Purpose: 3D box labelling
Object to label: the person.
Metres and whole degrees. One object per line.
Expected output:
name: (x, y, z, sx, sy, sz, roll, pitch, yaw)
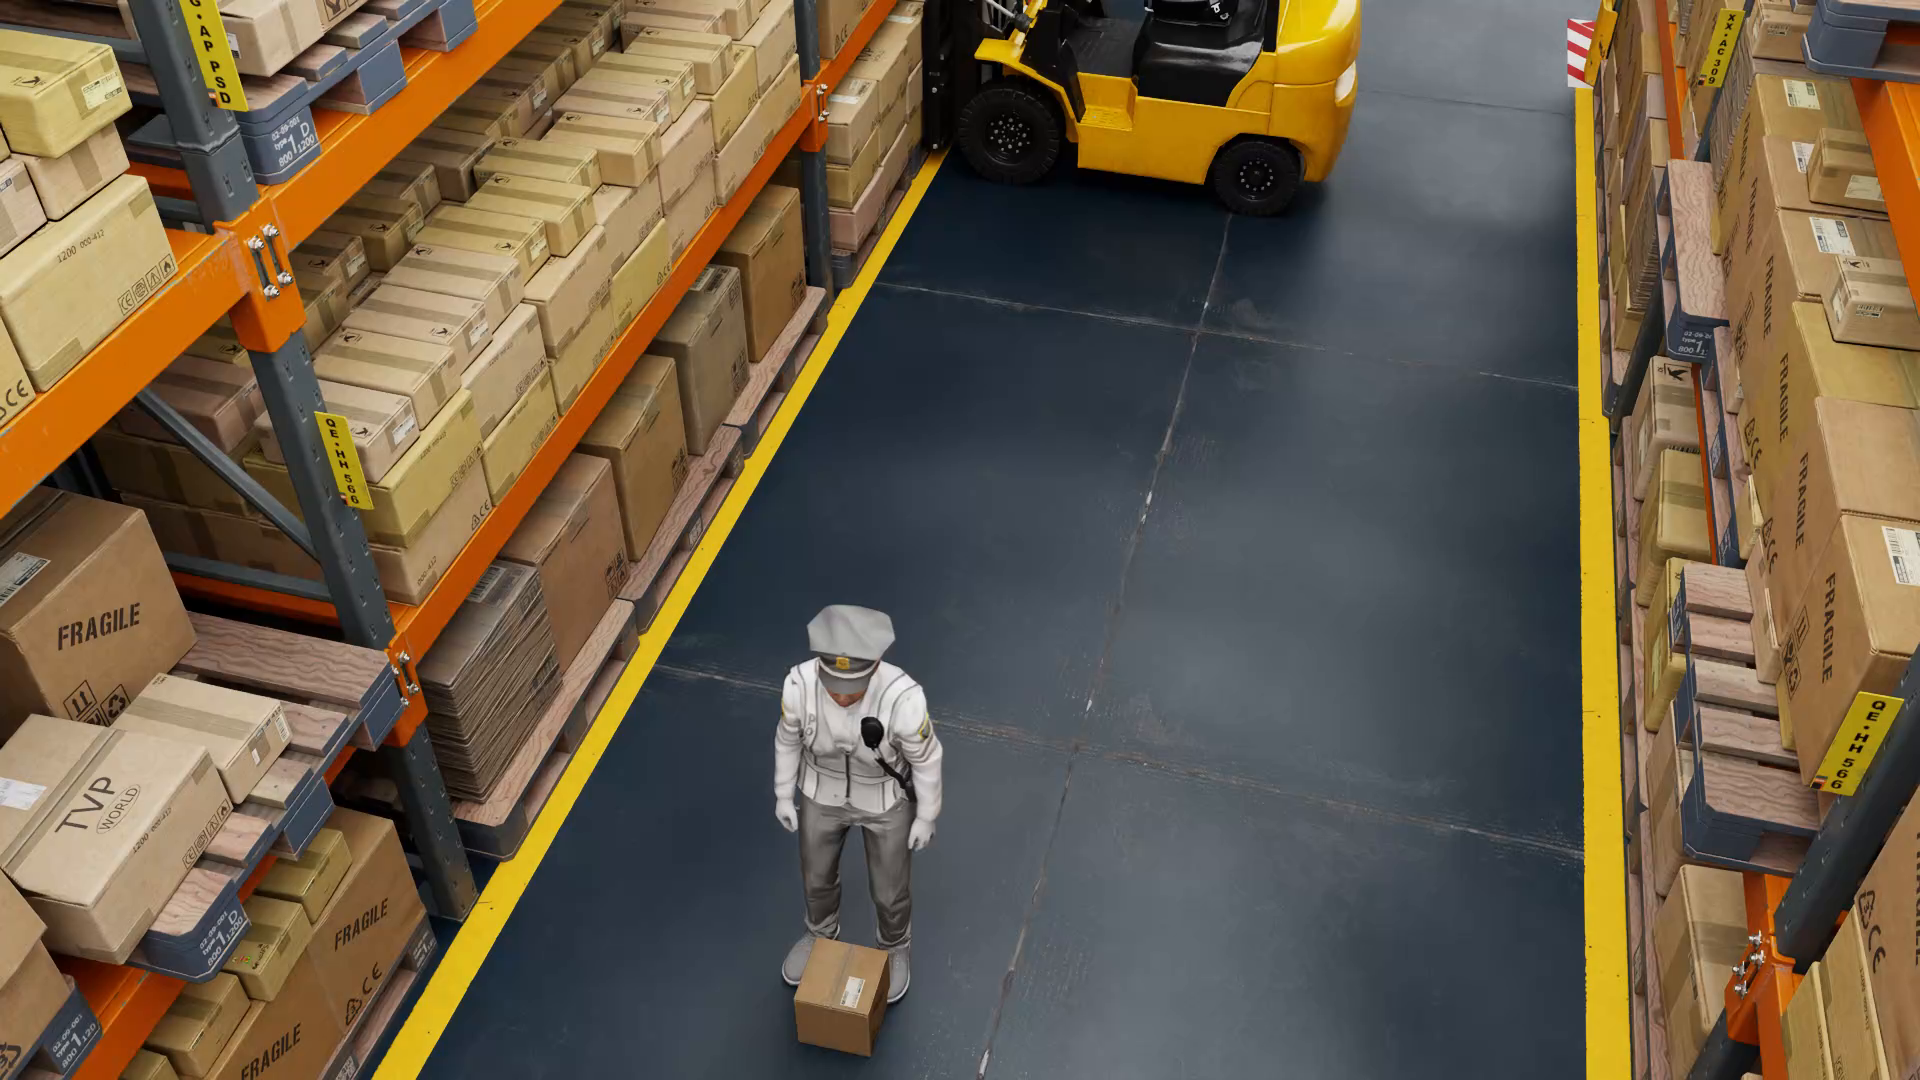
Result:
person: (-0.325, 0.826, 5.215, 0.542, 1.662, 0.375, 8, 42, 9)
